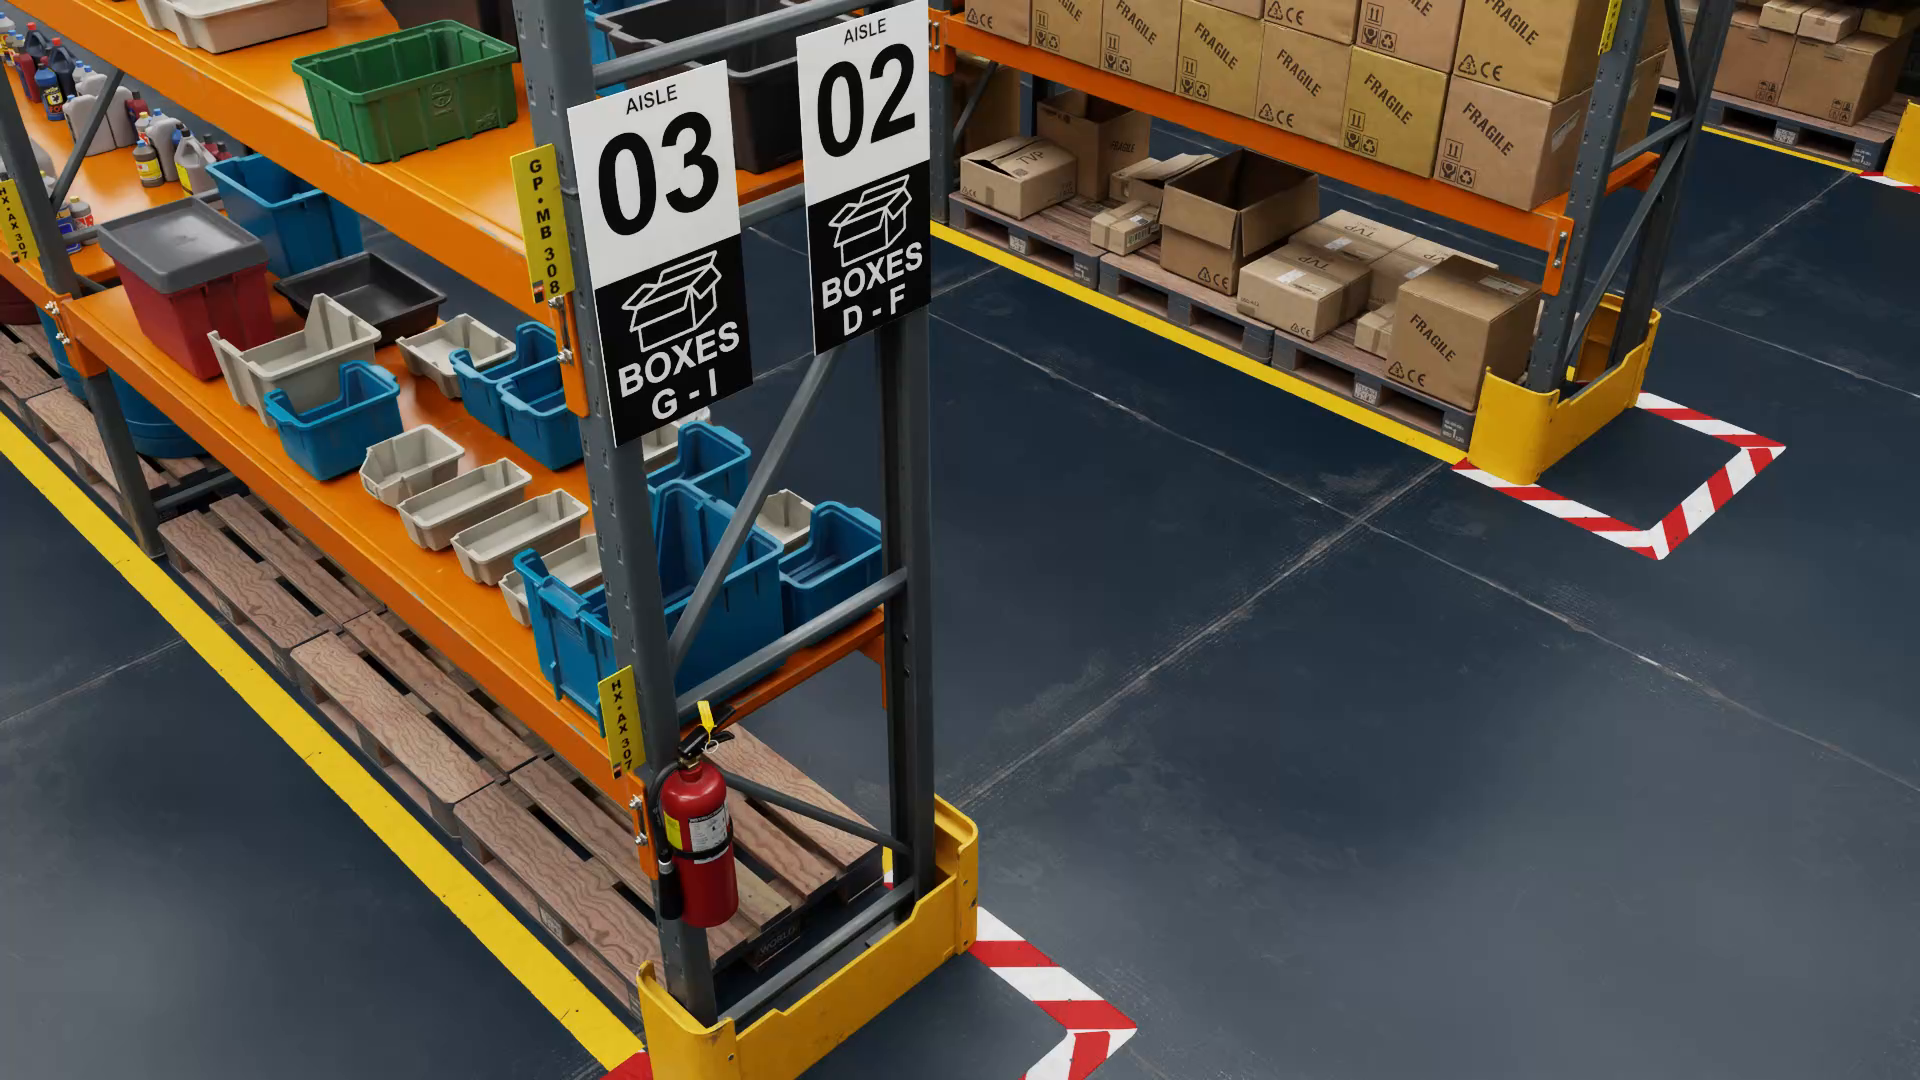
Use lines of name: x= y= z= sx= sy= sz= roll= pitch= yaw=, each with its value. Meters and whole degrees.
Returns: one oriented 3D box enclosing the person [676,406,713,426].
person: x=-1.144 y=-0.142 z=6.337 sx=0.466 sy=1.667 sz=0.560 roll=28 pitch=44 yaw=33
